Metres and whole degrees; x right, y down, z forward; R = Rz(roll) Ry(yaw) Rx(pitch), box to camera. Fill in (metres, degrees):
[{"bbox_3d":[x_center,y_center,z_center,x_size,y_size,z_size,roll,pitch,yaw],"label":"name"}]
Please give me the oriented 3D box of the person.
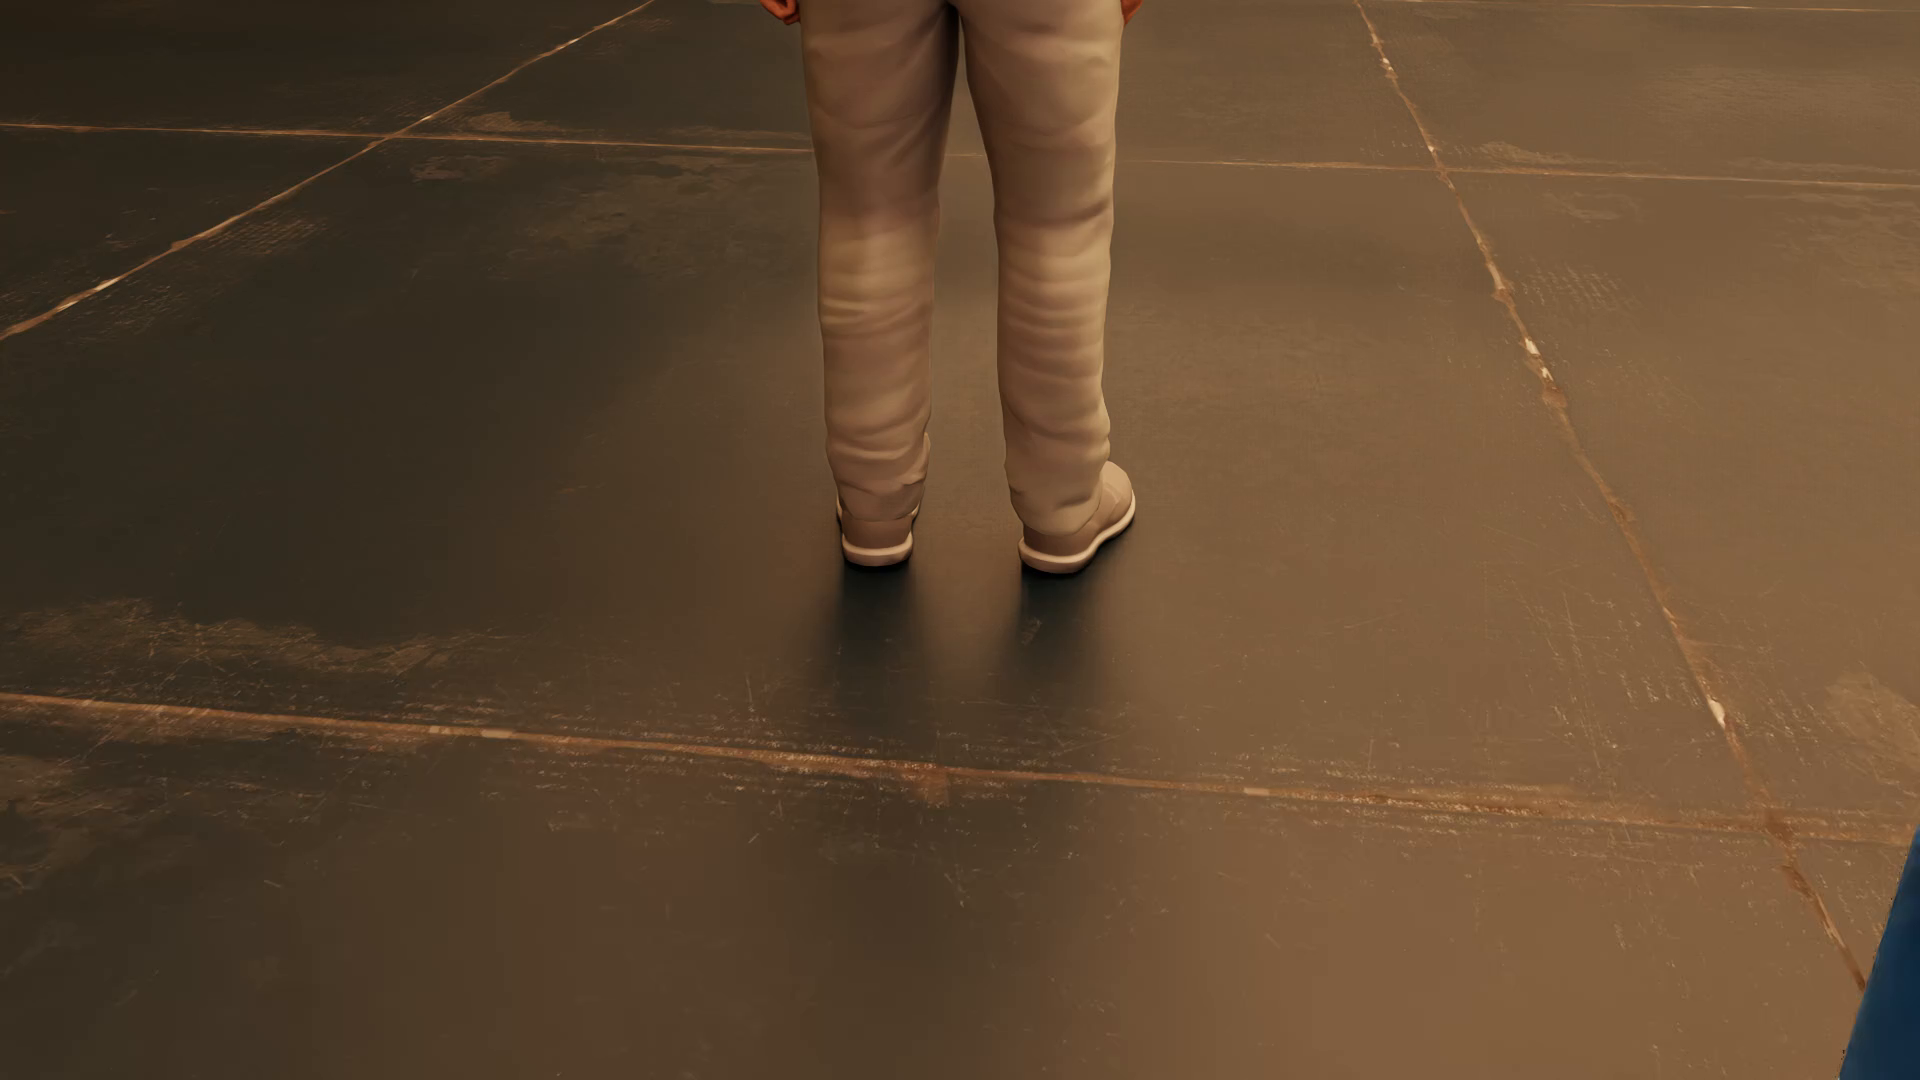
[{"bbox_3d":[-0.005,-0.795,2.110,0.526,1.776,0.407,3,27,7],"label":"person"}]
